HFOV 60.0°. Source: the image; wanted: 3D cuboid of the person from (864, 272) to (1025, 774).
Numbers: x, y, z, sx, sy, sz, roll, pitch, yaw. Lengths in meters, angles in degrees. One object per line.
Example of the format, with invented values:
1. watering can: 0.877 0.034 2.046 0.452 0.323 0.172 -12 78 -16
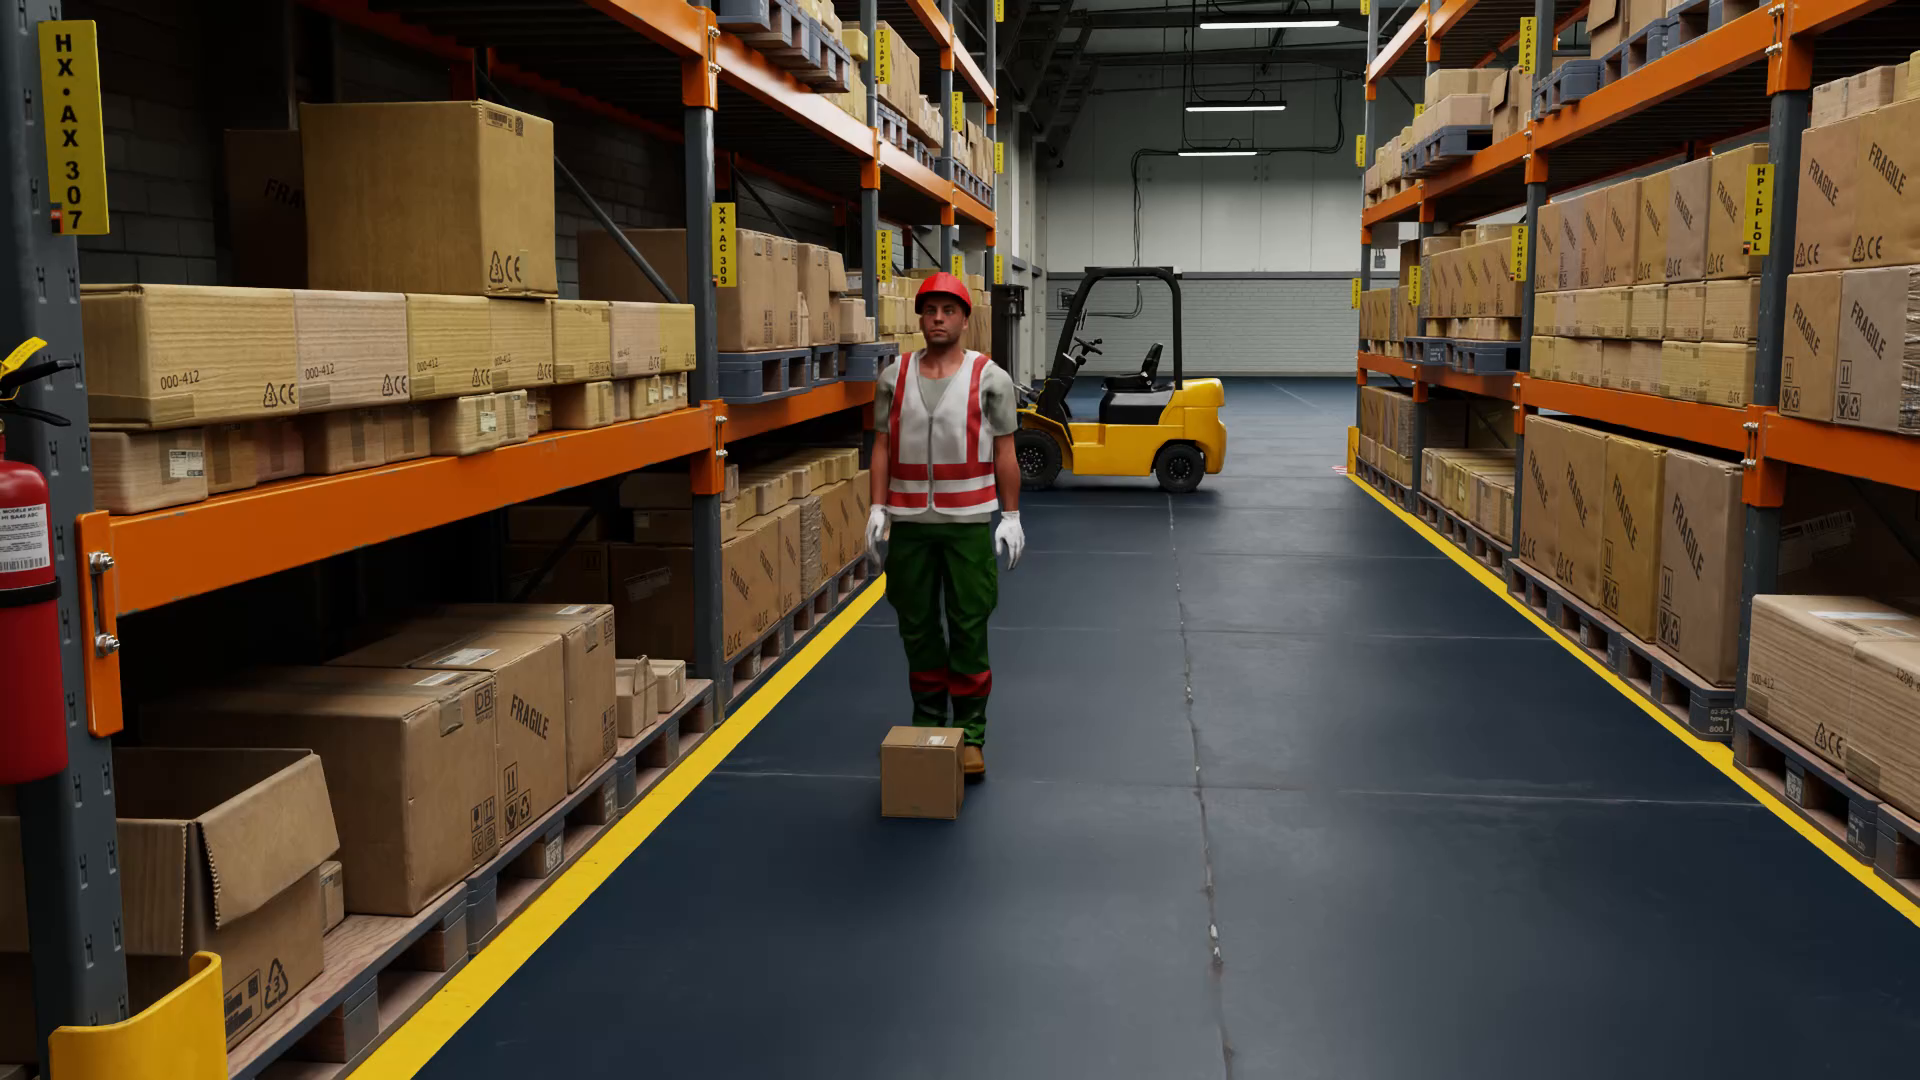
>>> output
1. person: -0.058 -0.062 6.000 0.563 1.790 0.392 2 8 13
